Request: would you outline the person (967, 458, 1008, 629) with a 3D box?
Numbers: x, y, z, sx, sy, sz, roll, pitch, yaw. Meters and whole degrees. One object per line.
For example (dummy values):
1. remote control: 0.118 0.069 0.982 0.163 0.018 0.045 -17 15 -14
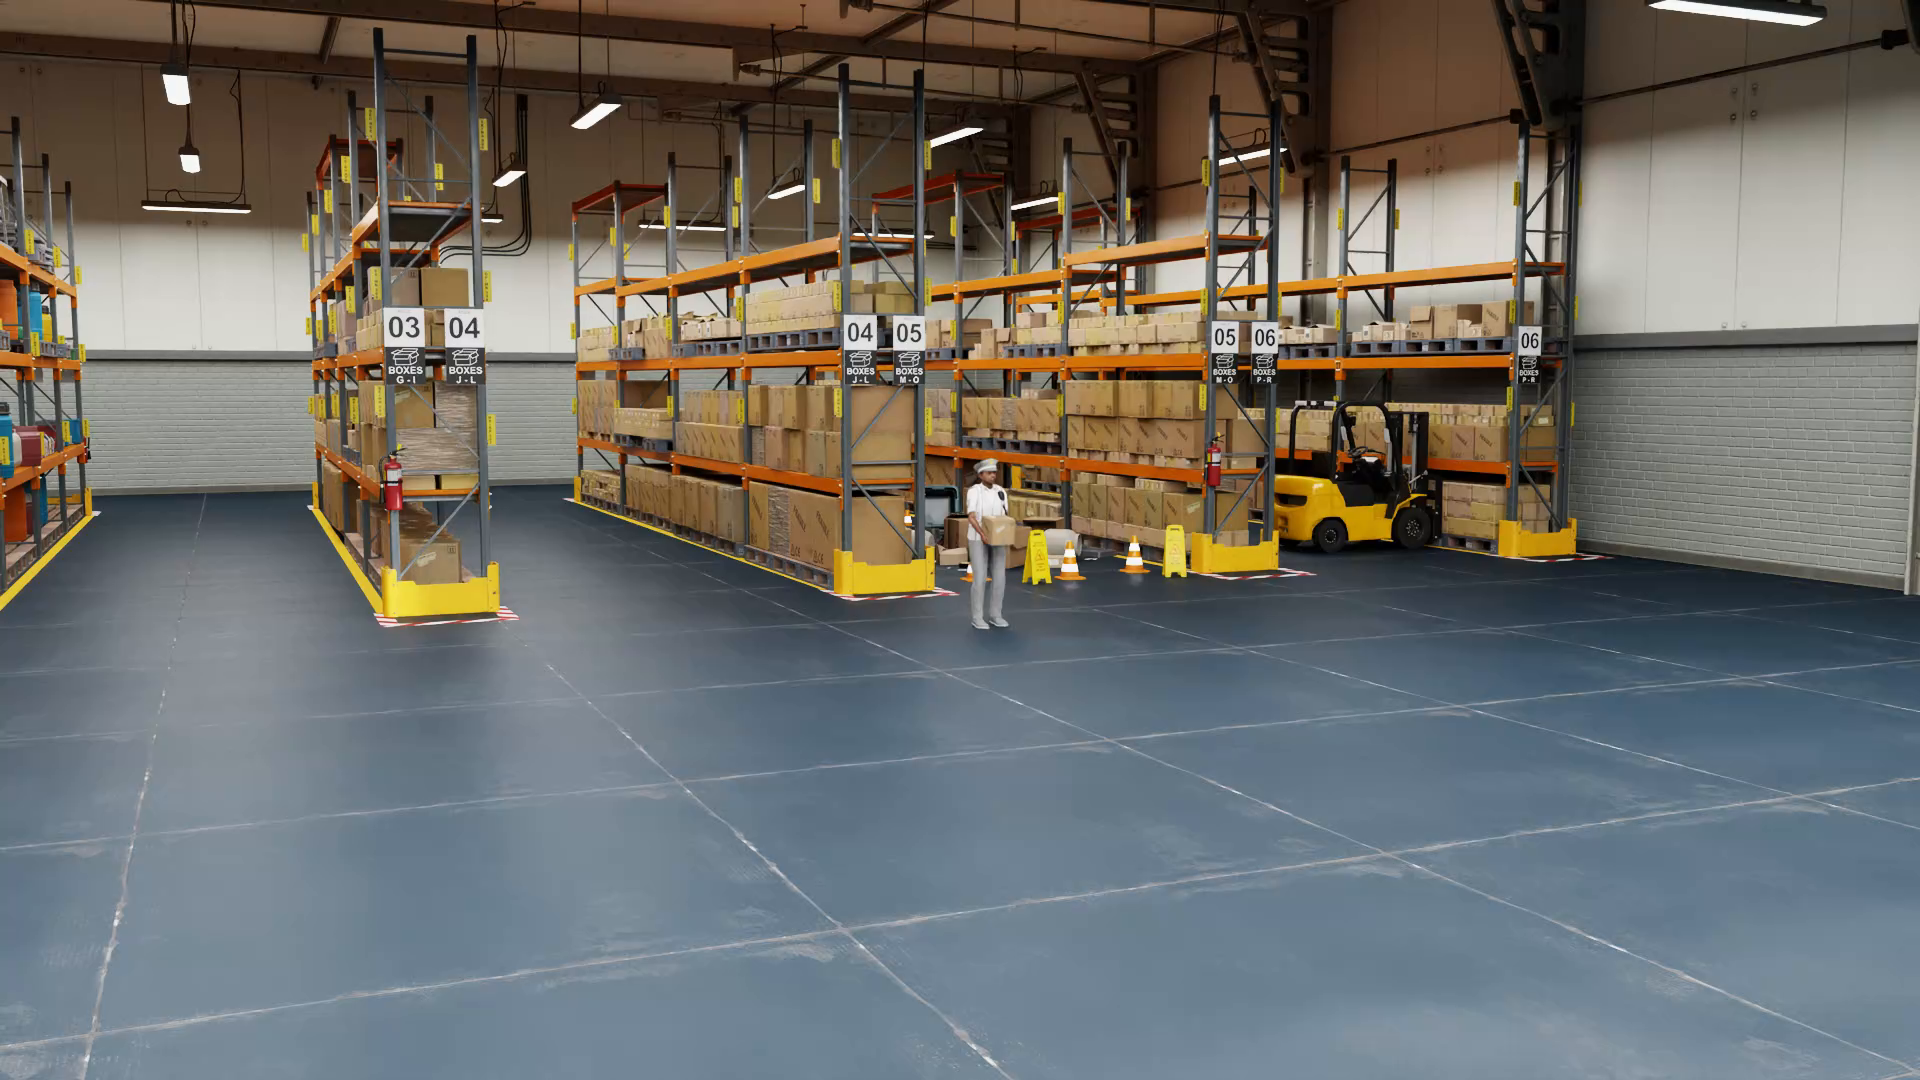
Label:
1. person: 0.304 0.033 16.551 0.448 1.692 0.510 -2 6 -24
